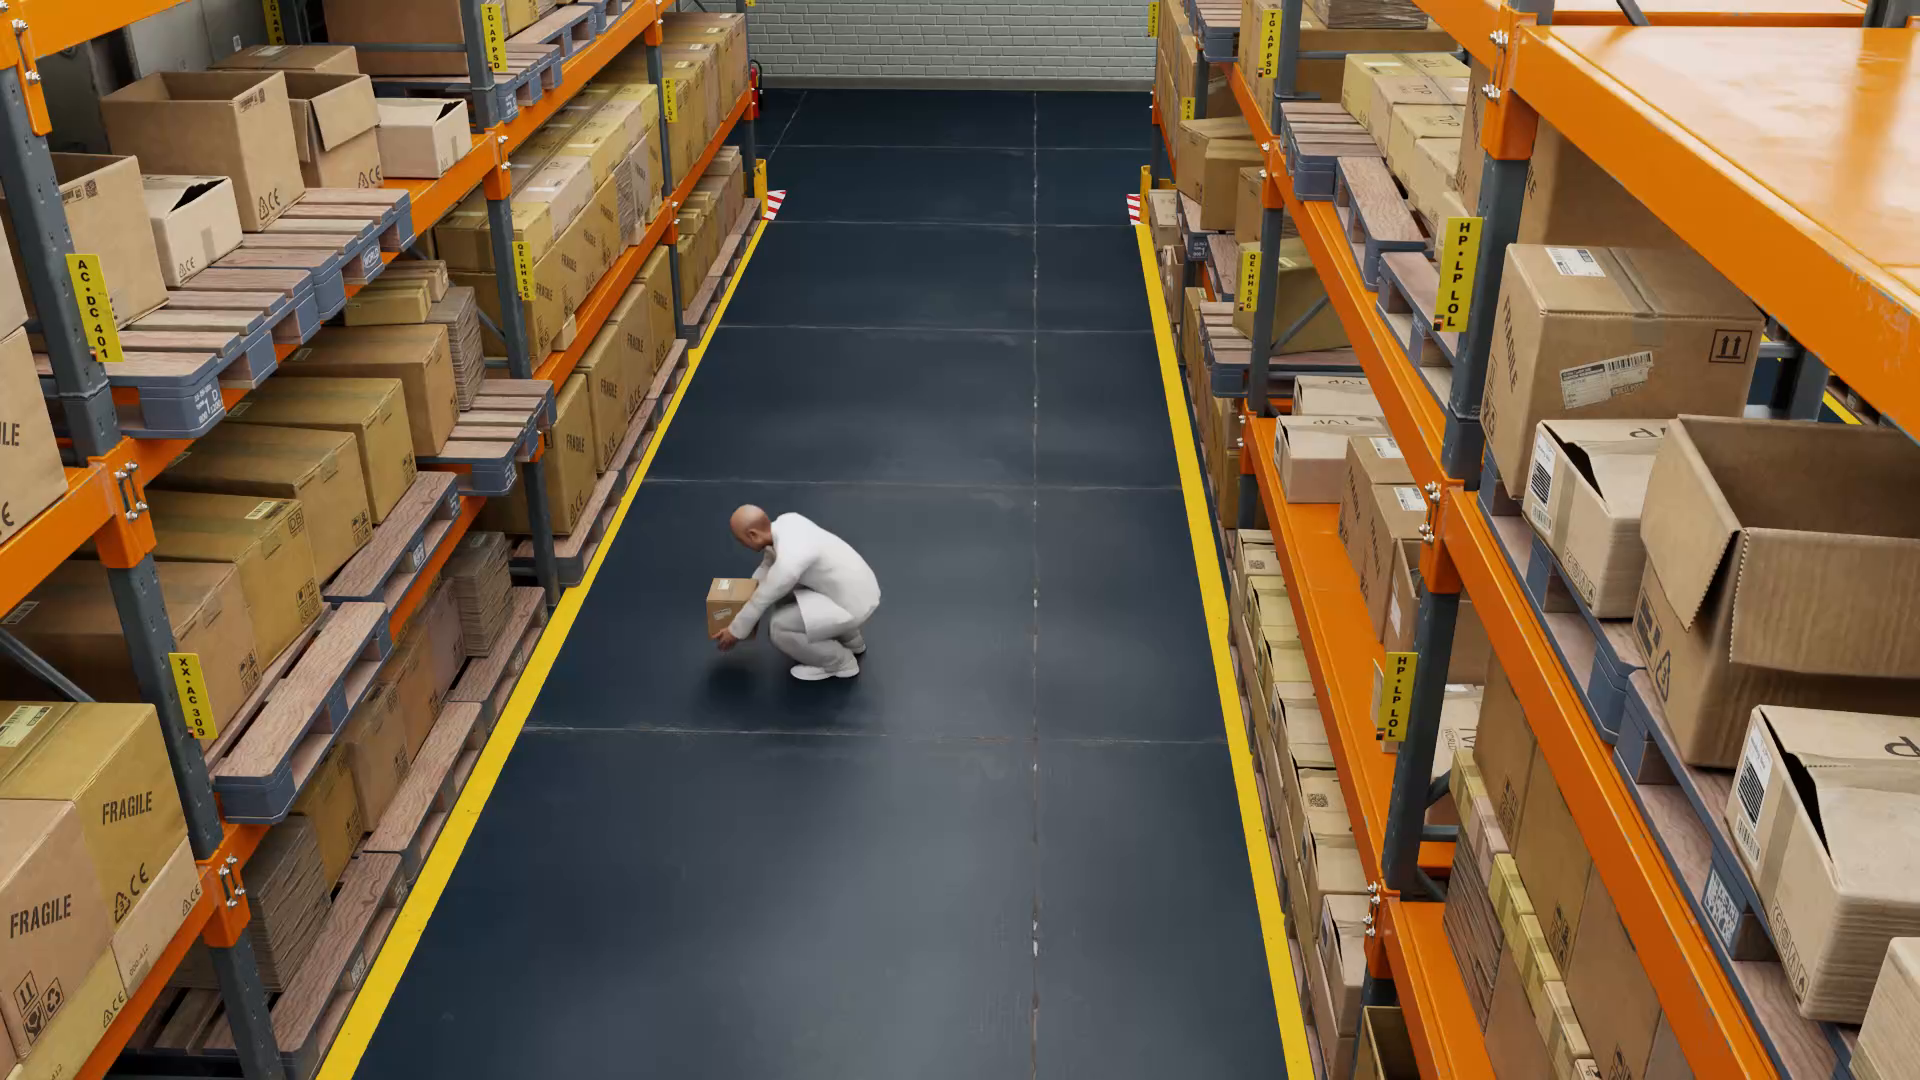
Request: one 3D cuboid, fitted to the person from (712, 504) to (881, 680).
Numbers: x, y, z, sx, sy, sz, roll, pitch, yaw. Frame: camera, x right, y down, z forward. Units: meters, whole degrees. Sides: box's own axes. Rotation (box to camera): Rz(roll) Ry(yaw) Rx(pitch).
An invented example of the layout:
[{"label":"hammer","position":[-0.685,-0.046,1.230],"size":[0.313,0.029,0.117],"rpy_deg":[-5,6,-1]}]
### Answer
[{"label":"person","position":[-0.892,0.292,9.055],"size":[0.912,0.880,0.588],"rpy_deg":[1,28,1]}]
